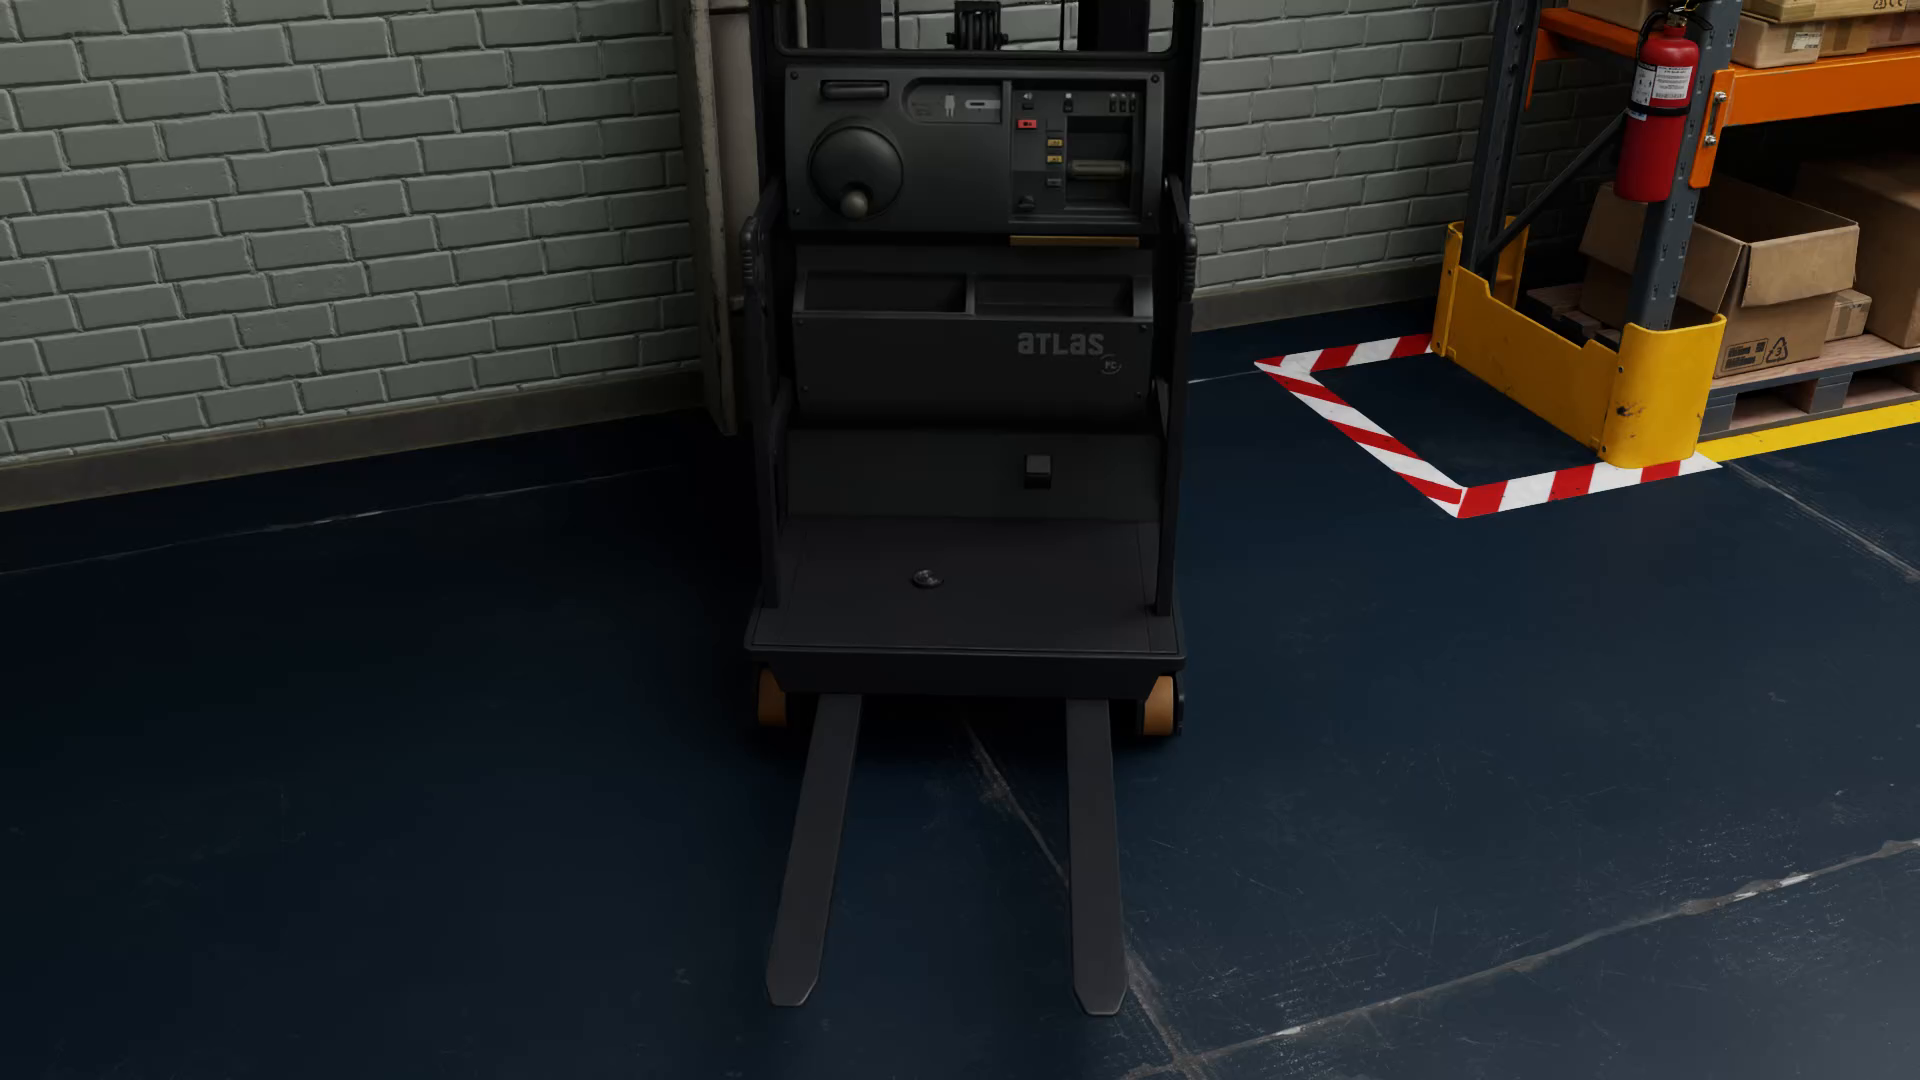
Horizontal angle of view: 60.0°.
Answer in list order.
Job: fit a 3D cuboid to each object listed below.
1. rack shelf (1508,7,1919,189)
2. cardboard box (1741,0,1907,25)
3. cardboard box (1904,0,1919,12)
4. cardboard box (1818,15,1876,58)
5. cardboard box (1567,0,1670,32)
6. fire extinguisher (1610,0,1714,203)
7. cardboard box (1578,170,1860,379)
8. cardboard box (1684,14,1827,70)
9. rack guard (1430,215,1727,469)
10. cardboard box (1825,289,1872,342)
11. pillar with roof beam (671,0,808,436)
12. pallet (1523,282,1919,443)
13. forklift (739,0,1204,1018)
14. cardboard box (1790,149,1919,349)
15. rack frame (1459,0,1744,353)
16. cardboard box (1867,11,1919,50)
[{"bbox_3d":[4.010,-1.856,6.204,4.000,0.370,1.077,-10,31,-18],"label":"rack shelf"},{"bbox_3d":[2.655,-1.841,5.302,0.500,0.250,0.500,-10,31,-17],"label":"cardboard box"},{"bbox_3d":[3.127,-1.928,5.455,0.500,0.250,0.500,-10,31,-17],"label":"cardboard box"},{"bbox_3d":[2.762,-1.709,5.473,0.250,0.149,0.380,-10,31,-16],"label":"cardboard box"},{"bbox_3d":[2.353,-1.896,5.802,0.250,0.149,0.380,-11,31,-18],"label":"cardboard box"},{"bbox_3d":[2.159,-1.388,5.111,0.183,0.674,0.296,-10,31,-18],"label":"fire extinguisher"},{"bbox_3d":[2.742,-0.983,6.043,0.637,0.503,0.797,-12,32,-20],"label":"cardboard box"},{"bbox_3d":[2.540,-1.644,5.359,0.250,0.149,0.380,-11,31,-18],"label":"cardboard box"},{"bbox_3d":[2.207,-0.750,6.062,0.348,0.500,1.175,-10,31,-18],"label":"rack guard"},{"bbox_3d":[3.154,-0.884,6.227,0.250,0.149,0.380,-12,32,-20],"label":"cardboard box"},{"bbox_3d":[0.796,-2.386,0.347,0.400,9.000,9.100,-10,31,-18],"label":"pillar with roof beam"},{"bbox_3d":[2.954,-0.763,6.376,1.213,0.211,1.003,-10,31,-18],"label":"pallet"},{"bbox_3d":[0.027,-0.921,3.906,1.130,2.935,3.031,1,30,2],"label":"forklift"},{"bbox_3d":[3.557,-1.111,6.271,0.500,0.500,0.700,-9,31,-16],"label":"cardboard box"},{"bbox_3d":[2.136,-1.823,5.420,0.127,3.000,1.000,-10,31,-18],"label":"rack frame"},{"bbox_3d":[2.996,-1.771,5.581,0.250,0.149,0.380,-11,31,-18],"label":"cardboard box"}]
